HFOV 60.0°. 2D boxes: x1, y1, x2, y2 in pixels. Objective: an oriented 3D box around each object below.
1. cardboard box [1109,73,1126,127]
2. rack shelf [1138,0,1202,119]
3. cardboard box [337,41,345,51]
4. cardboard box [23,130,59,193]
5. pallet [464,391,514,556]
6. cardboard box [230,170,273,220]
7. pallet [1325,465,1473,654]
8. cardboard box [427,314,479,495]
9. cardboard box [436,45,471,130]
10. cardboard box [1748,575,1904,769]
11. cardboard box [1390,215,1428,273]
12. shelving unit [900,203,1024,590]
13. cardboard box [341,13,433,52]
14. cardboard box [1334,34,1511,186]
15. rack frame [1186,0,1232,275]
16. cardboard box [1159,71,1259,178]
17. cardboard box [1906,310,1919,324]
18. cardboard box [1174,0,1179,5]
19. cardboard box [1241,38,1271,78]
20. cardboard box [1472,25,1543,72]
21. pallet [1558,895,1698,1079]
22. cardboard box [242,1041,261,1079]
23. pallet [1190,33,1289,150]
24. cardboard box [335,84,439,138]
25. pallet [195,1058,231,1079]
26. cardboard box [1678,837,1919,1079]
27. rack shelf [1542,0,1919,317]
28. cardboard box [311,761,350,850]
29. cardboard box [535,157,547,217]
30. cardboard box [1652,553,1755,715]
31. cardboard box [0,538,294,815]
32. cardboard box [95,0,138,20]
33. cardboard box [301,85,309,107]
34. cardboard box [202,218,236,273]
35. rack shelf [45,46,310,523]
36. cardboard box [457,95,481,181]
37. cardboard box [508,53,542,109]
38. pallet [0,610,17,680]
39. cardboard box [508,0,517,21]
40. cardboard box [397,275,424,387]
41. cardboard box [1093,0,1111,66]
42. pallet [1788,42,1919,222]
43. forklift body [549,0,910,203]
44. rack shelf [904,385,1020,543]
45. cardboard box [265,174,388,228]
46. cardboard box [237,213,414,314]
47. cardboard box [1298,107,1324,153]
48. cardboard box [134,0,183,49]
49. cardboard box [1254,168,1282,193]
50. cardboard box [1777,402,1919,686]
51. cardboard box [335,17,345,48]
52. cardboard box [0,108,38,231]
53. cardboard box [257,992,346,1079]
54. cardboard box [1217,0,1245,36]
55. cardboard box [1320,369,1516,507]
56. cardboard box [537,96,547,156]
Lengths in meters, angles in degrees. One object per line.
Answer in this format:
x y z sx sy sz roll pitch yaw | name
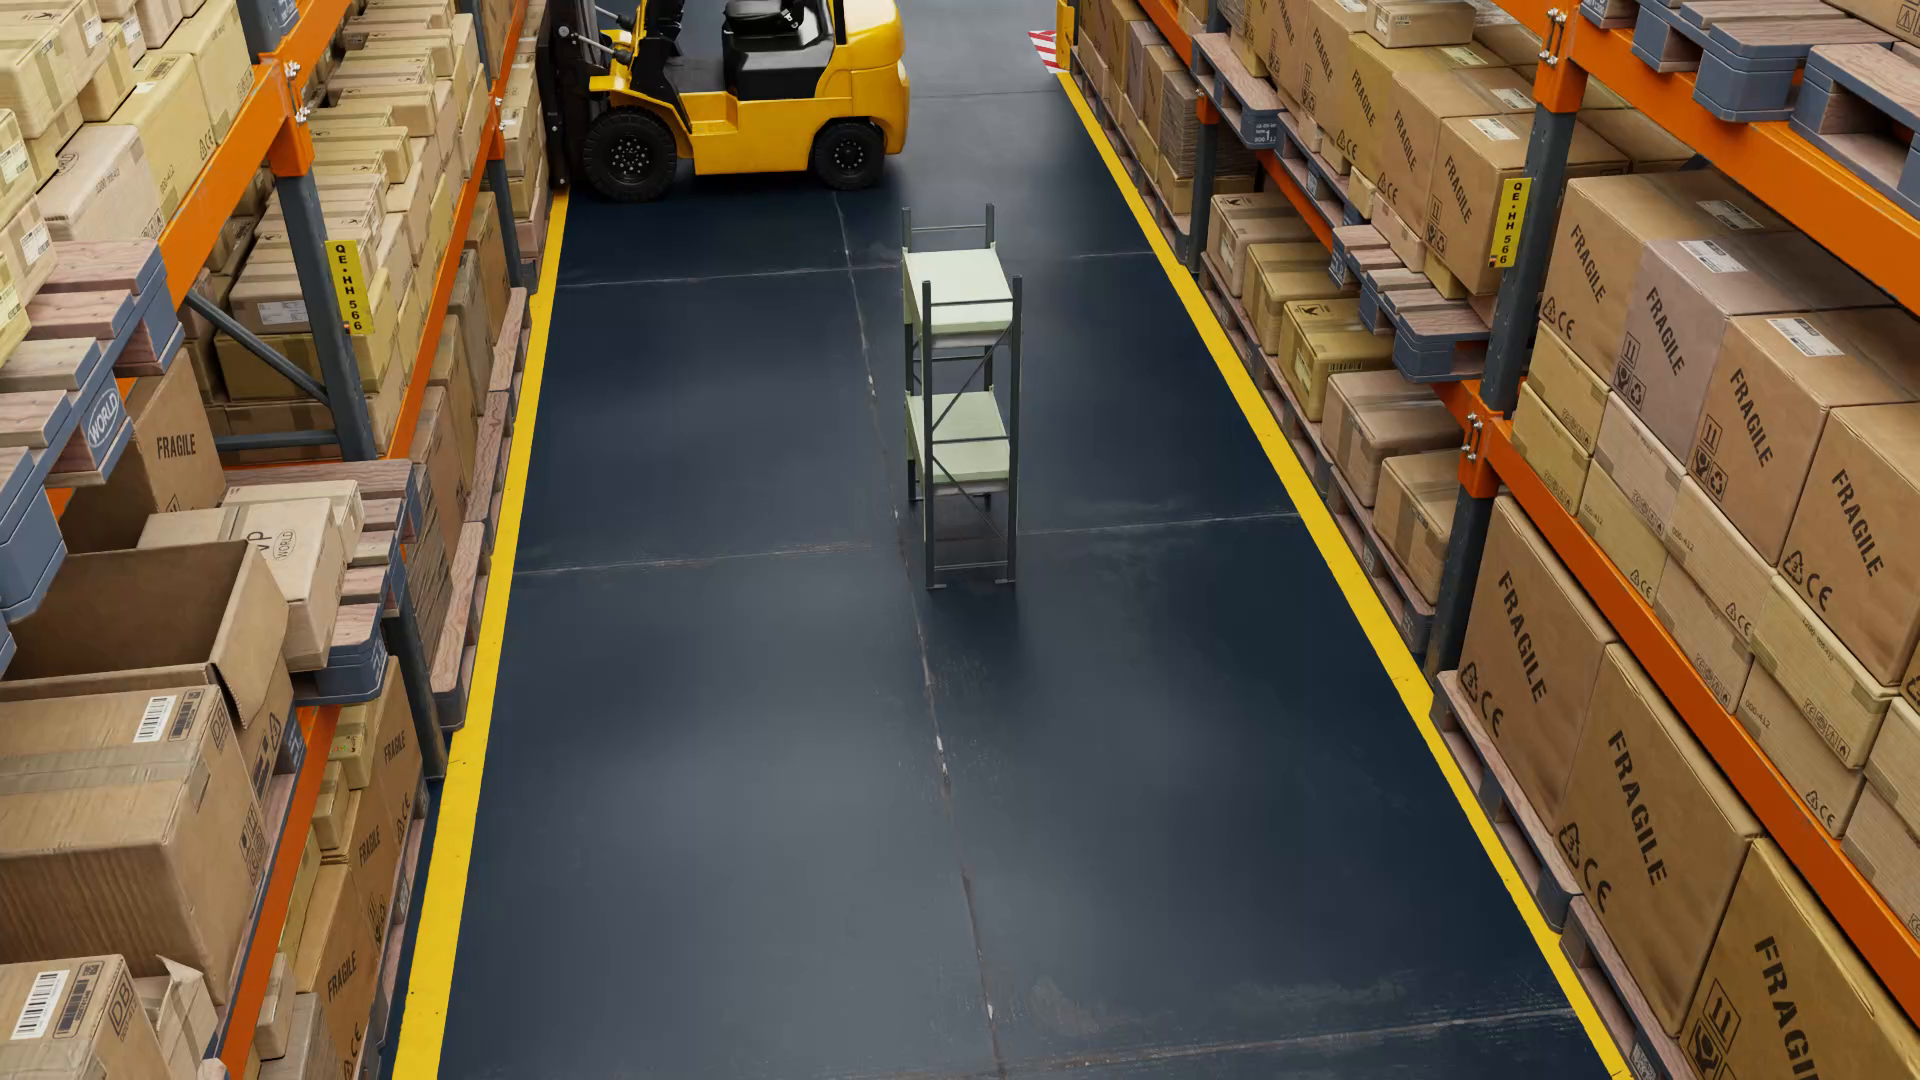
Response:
1.338 -3.132 11.751 0.500 0.250 0.500 -2 34 -3 | cardboard box
1.626 -3.742 11.216 1.077 0.370 4.000 -4 35 -6 | rack shelf
-3.209 -2.387 8.278 0.500 0.250 0.500 -5 35 -7 | cardboard box
-2.052 -0.755 3.310 0.380 0.149 0.250 -3 34 -5 | cardboard box
-2.718 -0.302 8.006 1.003 0.211 1.213 -4 35 -6 | pallet
-2.957 -1.252 6.613 0.500 0.250 0.500 -5 35 -7 | cardboard box
2.329 0.025 7.525 1.003 0.211 1.213 -4 35 -6 | pallet
-2.742 -0.594 7.693 0.875 0.625 0.625 -6 35 -8 | cardboard box
-2.628 -2.148 7.928 0.500 0.250 0.500 -5 35 -8 | cardboard box
2.434 0.318 4.309 0.500 0.250 0.500 -4 34 -6 | cardboard box
1.969 -1.207 6.707 0.380 0.149 0.250 -5 35 -7 | cardboard box
-0.001 -0.623 7.333 0.431 1.500 0.755 -4 35 -6 | shelving unit
-2.724 -2.397 7.939 0.380 0.149 0.250 -4 35 -6 | cardboard box
1.946 -1.830 7.046 0.500 0.500 0.500 -7 35 -10 | cardboard box
1.895 -2.923 9.375 1.000 3.000 0.127 -4 35 -6 | rack frame
1.549 -2.580 10.275 0.500 0.500 0.500 -5 35 -7 | cardboard box
2.899 -0.313 4.569 0.500 0.500 0.500 -4 35 -6 | cardboard box
1.531 -3.405 10.306 0.380 0.149 0.250 -5 35 -7 | cardboard box
1.681 -2.520 8.635 0.380 0.149 0.250 -4 34 -5 | cardboard box
2.446 -1.883 7.124 0.500 0.500 0.500 -4 34 -6 | cardboard box
2.625 1.587 5.234 1.003 0.211 1.213 -4 35 -6 | pallet
-2.035 1.418 4.276 0.380 0.149 0.250 -4 35 -6 | cardboard box
1.853 -2.406 8.787 1.003 0.211 1.213 -4 35 -6 | pallet
-2.444 -1.827 7.103 0.380 0.149 0.250 -5 35 -8 | cardboard box
-1.947 1.545 2.990 1.003 0.211 1.213 -4 35 -6 | pallet
2.679 1.402 4.542 0.875 0.875 0.875 -3 34 -5 | cardboard box
2.701 -0.517 3.820 1.077 0.370 4.000 -4 35 -6 | rack shelf
-2.109 0.835 5.131 0.380 0.149 0.250 -5 35 -8 | cardboard box
-2.844 -2.159 10.324 0.500 0.250 0.500 -5 35 -7 | cardboard box
2.400 0.242 4.865 0.500 0.250 0.500 -3 34 -5 | cardboard box
-2.083 0.368 4.082 0.797 0.503 0.637 -5 35 -7 | cardboard box
-2.130 -1.309 3.859 0.380 0.149 0.250 -5 35 -8 | cardboard box
-3.070 -1.926 7.248 0.380 0.149 0.250 -5 35 -7 | cardboard box
-2.850 -1.075 5.999 0.380 0.149 0.250 -4 35 -6 | cardboard box
-2.217 -0.139 3.265 1.077 0.370 4.000 -4 35 -6 | rack shelf
-2.623 -1.941 8.068 0.500 0.250 0.500 -5 35 -7 | cardboard box
-2.915 -2.852 10.452 0.500 0.250 0.500 -3 34 -5 | cardboard box
-1.966 0.388 2.020 1.213 0.211 1.003 -4 35 -6 | pallet
-2.980 -3.425 10.024 0.500 0.500 0.500 -5 35 -7 | cardboard box
-2.366 -0.798 6.390 0.500 0.250 0.500 -5 35 -7 | cardboard box
1.269 -3.726 11.957 0.500 0.500 0.500 -6 35 -8 | cardboard box
2.725 -0.873 3.872 1.003 0.211 1.213 -3 34 -4 | pallet
-1.499 -3.506 10.985 2.313 2.155 1.214 -4 35 -6 | forklift body
-0.001 -0.354 7.517 0.431 0.370 0.720 -4 35 -6 | rack shelf
-2.381 -1.257 6.267 0.380 0.149 0.250 -4 34 -6 | cardboard box
-2.369 -1.003 6.247 0.500 0.250 0.500 -3 34 -5 | cardboard box
1.803 -1.931 7.770 0.380 0.149 0.250 -3 34 -5 | cardboard box
-2.184 -1.329 4.152 0.380 0.149 0.250 -5 35 -7 | cardboard box
2.083 -2.310 10.544 0.500 0.250 0.500 -6 35 -9 | cardboard box
2.451 -0.004 4.115 0.500 0.500 0.500 -4 34 -6 | cardboard box
-3.205 -2.488 8.073 0.380 0.149 0.250 -5 35 -8 | cardboard box
-1.819 -0.609 2.813 0.380 0.149 0.250 -4 34 -6 | cardboard box
-1.997 1.627 4.546 0.500 0.500 0.500 -6 35 -8 | cardboard box
1.673 -2.977 8.729 0.500 0.500 0.500 -4 34 -5 | cardboard box
2.259 -0.506 7.789 0.950 0.372 0.625 -5 35 -7 | cardboard box
-2.909 -2.644 10.591 0.500 0.250 0.500 -5 35 -7 | cardboard box
